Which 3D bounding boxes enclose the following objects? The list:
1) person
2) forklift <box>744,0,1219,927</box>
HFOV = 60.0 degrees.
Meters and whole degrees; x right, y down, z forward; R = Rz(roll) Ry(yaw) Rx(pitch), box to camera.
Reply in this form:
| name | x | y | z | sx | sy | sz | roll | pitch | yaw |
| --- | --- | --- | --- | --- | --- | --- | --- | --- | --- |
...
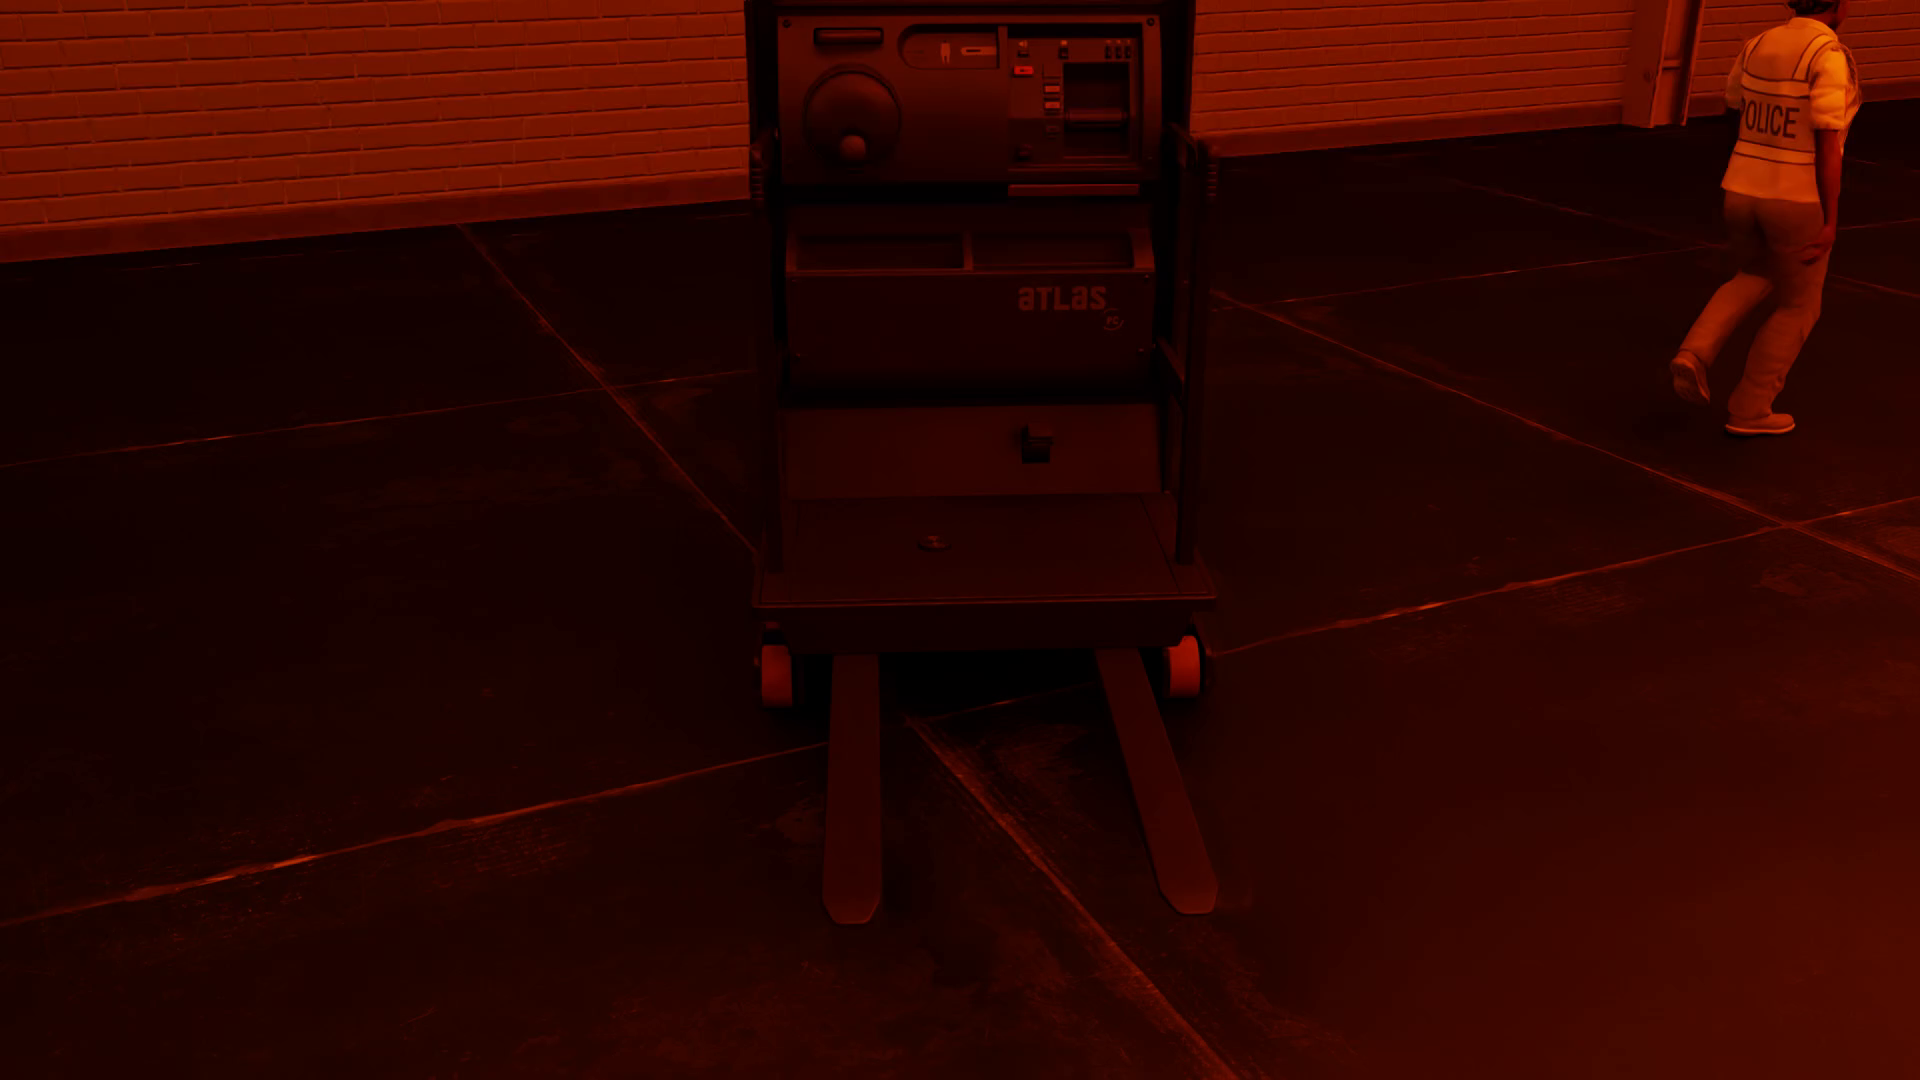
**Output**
| name | x | y | z | sx | sy | sz | roll | pitch | yaw |
| --- | --- | --- | --- | --- | --- | --- | --- | --- | --- |
| person | 2.858 | -1.175 | 5.796 | 0.463 | 1.648 | 0.629 | -9 | 24 | -21 |
| forklift | 0.038 | -1.062 | 3.843 | 1.130 | 2.935 | 3.031 | -1 | 23 | -3 |
